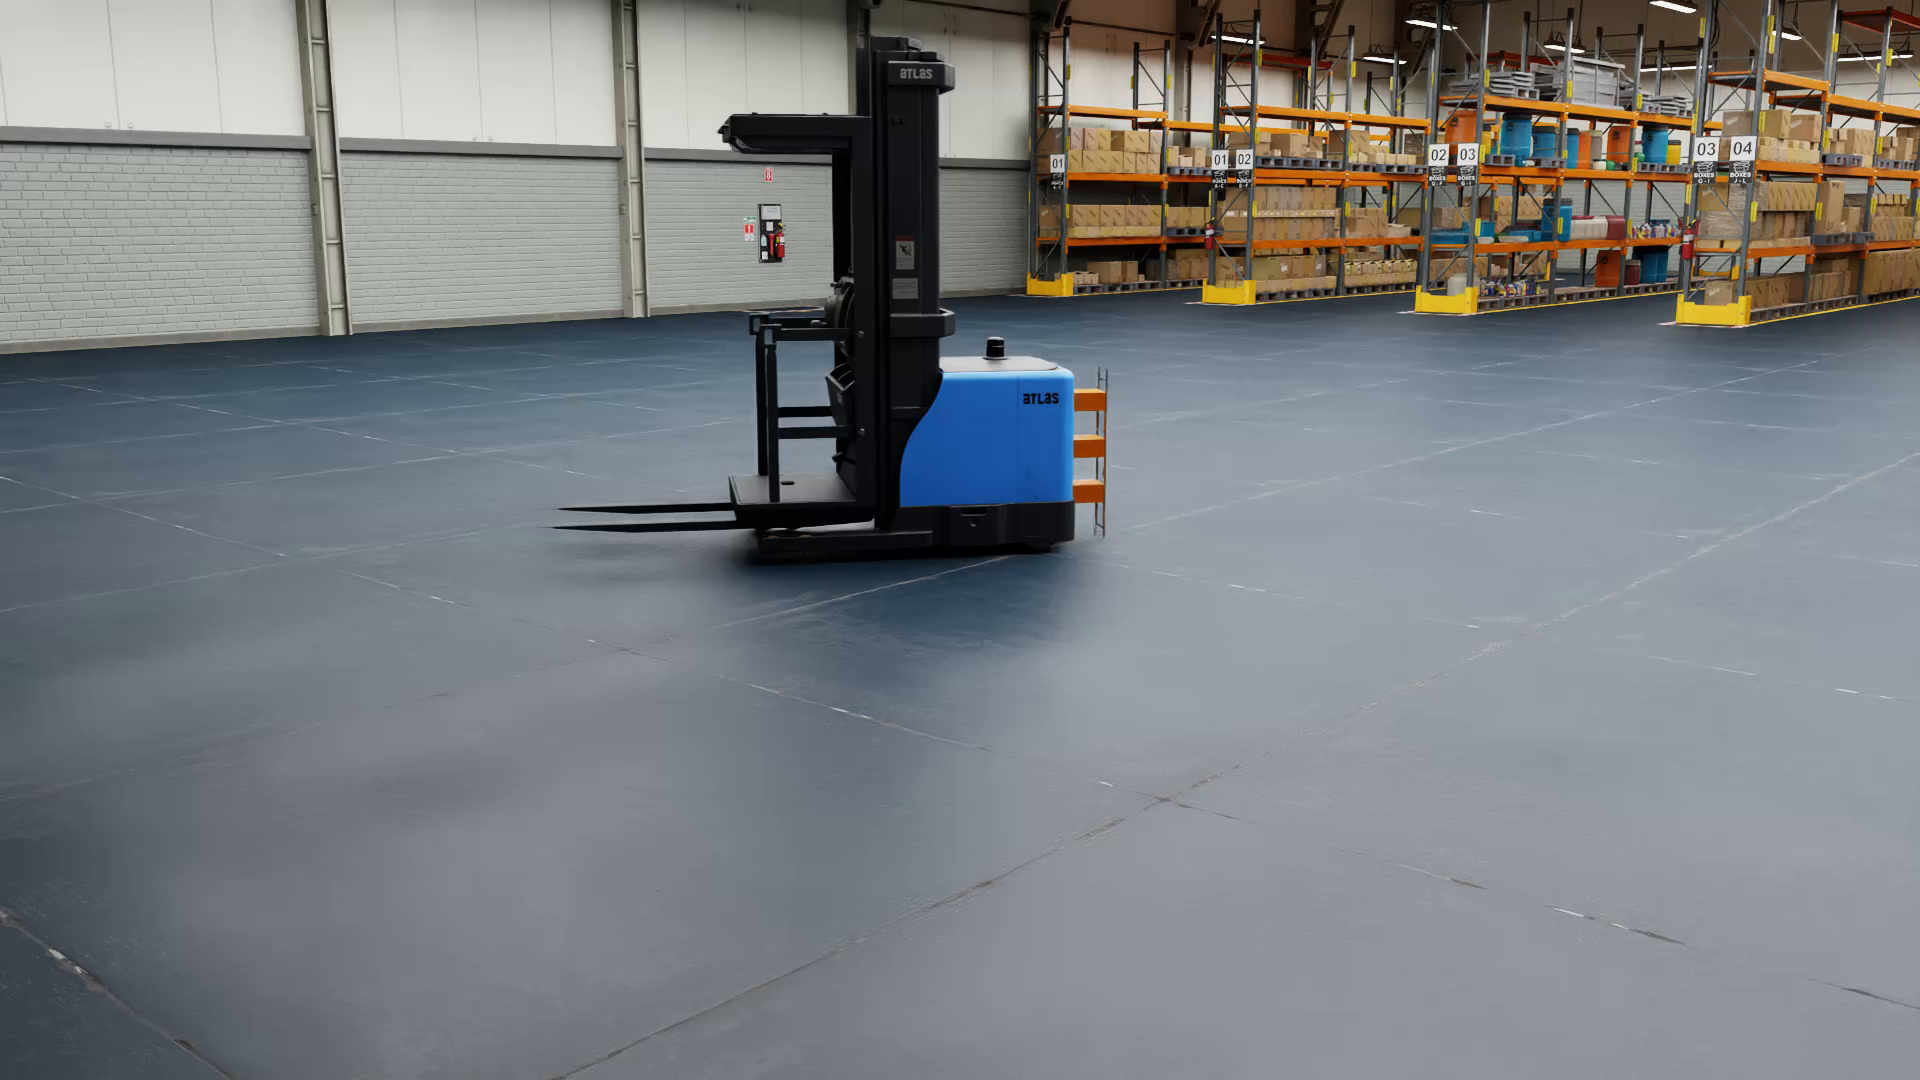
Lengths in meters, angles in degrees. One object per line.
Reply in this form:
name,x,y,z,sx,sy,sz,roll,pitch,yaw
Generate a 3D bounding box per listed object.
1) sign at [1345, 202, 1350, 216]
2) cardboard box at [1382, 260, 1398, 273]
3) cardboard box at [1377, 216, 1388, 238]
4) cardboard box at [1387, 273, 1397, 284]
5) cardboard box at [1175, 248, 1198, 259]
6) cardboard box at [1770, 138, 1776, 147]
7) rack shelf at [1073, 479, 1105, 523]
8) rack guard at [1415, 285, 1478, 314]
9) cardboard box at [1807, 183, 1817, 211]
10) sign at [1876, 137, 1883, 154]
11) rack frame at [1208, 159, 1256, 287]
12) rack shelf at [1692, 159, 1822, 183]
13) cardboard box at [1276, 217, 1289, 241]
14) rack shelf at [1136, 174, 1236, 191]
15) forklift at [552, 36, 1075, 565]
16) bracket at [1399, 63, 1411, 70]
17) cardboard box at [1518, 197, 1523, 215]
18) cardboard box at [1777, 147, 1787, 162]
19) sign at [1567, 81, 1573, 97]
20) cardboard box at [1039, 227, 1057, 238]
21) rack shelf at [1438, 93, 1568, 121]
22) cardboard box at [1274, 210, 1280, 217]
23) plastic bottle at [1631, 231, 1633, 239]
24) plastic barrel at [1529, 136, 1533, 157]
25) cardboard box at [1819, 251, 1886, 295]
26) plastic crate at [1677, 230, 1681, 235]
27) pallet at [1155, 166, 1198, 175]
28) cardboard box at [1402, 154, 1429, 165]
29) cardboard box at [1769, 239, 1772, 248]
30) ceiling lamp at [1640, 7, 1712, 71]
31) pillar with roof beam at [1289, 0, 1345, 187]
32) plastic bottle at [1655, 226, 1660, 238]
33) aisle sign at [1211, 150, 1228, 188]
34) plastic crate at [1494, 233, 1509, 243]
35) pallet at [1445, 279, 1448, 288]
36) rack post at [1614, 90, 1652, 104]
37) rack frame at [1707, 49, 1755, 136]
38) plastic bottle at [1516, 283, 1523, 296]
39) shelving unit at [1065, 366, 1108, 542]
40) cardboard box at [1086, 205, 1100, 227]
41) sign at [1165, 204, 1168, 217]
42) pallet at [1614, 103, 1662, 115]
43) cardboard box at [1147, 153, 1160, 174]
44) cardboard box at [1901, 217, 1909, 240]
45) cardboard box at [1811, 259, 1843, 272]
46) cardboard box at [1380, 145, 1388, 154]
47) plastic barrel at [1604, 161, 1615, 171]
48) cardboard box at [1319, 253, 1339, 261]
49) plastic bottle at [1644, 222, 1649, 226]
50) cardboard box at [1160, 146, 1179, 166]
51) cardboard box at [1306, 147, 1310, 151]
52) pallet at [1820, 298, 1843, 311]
sign,8.835,-7.542,37.900,0.100,0.325,0.005,10,15,40
cardboard box,10.224,-6.611,40.168,0.500,0.311,0.500,10,15,40
cardboard box,9.963,-7.539,40.041,0.500,0.500,0.500,9,14,37
cardboard box,10.222,-6.337,40.229,0.500,0.250,0.500,10,15,42
cardboard box,5.796,-7.400,42.948,0.500,0.250,0.500,9,15,39
cardboard box,14.123,-6.993,29.272,0.380,0.149,0.250,11,15,43
rack shelf,0.747,-0.246,10.235,0.240,0.259,0.215,-2,11,-10
rack guard,9.510,-4.712,32.526,1.175,0.500,0.348,10,15,40
cardboard box,15.766,-6.452,31.289,0.500,0.500,0.500,10,15,40
sign,18.903,-8.111,34.185,0.100,0.325,0.005,10,15,40
rack frame,5.777,-6.561,35.404,1.000,3.000,0.127,10,15,40
rack shelf,14.536,-6.693,30.239,1.077,0.370,4.000,10,15,40
cardboard box,6.770,-6.828,36.482,0.700,0.500,0.500,10,15,41
rack shelf,6.014,-9.202,42.804,1.077,0.370,4.000,10,15,40
forklift,-0.885,-1.408,9.778,3.031,2.935,1.130,-2,11,-10
bracket,13.741,-14.665,51.467,0.235,0.232,0.430,10,15,40
cardboard box,14.901,-9.051,45.059,0.500,0.500,0.500,9,15,39
cardboard box,14.394,-6.864,29.643,0.500,0.250,0.500,10,15,40
sign,12.542,-9.276,34.210,0.100,0.325,0.005,10,15,40
cardboard box,2.216,-7.231,39.091,0.500,0.250,0.500,10,15,41
rack shelf,10.816,-8.608,33.190,1.077,0.370,4.000,10,15,40
cardboard box,6.704,-7.071,36.044,0.380,0.149,0.250,9,15,39
plastic bottle,15.466,-7.050,38.356,0.097,0.201,0.097,0,11,0
plastic barrel,11.704,-8.203,34.605,0.421,0.512,0.421,0,11,0
cardboard box,18.968,-5.720,35.544,1.225,0.875,0.875,9,14,38
plastic crate,17.831,-7.636,41.305,0.396,0.136,0.243,10,15,40
pallet,5.182,-9.246,41.665,1.213,0.211,1.003,10,15,40
cardboard box,11.321,-9.327,41.337,0.910,0.500,0.500,10,15,40
cardboard box,14.403,-5.353,29.994,0.380,0.149,0.250,10,15,40
ceiling lamp,19.987,-14.791,46.386,2.000,3.185,0.800,10,15,40
pillar with roof beam,13.021,-11.567,45.149,9.100,9.000,0.548,10,15,40
plastic bottle,16.583,-7.344,39.636,0.152,0.276,0.135,10,15,40
aisle sign,5.513,-7.865,35.291,0.394,0.787,0.004,10,15,40
plastic crate,11.028,-6.242,34.345,0.450,0.188,0.662,10,15,40
pallet,12.385,-6.655,42.990,1.003,0.211,1.213,10,15,40
rack post,15.224,-10.114,38.068,0.954,0.300,0.937,10,15,40
rack frame,20.057,-11.216,43.393,1.000,3.000,0.127,10,15,40
plastic bottle,11.477,-5.158,34.208,0.152,0.276,0.135,10,15,41
shelving unit,0.747,-0.529,10.178,0.252,1.050,0.215,-2,11,-10
cardboard box,2.928,-7.608,39.062,0.500,0.500,0.500,10,15,41
sign,5.107,-8.145,41.124,0.100,0.325,0.005,10,15,40
pallet,15.276,-9.853,38.069,1.213,0.211,1.003,10,15,40
cardboard box,4.545,-9.213,40.715,0.500,0.500,0.500,10,15,42
cardboard box,20.702,-6.919,36.937,0.500,0.500,0.500,10,15,42
cardboard box,17.735,-5.633,34.100,0.500,0.250,0.500,-10,15,-41
cardboard box,12.337,-11.433,49.275,0.500,0.500,0.500,10,15,40
plastic barrel,14.652,-8.449,37.594,0.294,0.245,0.294,0,11,0
cardboard box,10.545,-8.044,48.136,0.700,0.500,0.500,10,15,41
plastic bottle,16.914,-7.646,40.960,0.144,0.351,0.185,10,15,40
cardboard box,5.115,-9.586,41.561,0.500,0.500,0.500,-9,15,-39
cardboard box,7.531,-8.732,37.413,0.500,0.311,0.500,9,14,37
pallet,17.174,-4.796,33.686,1.003,0.211,1.213,10,15,40
